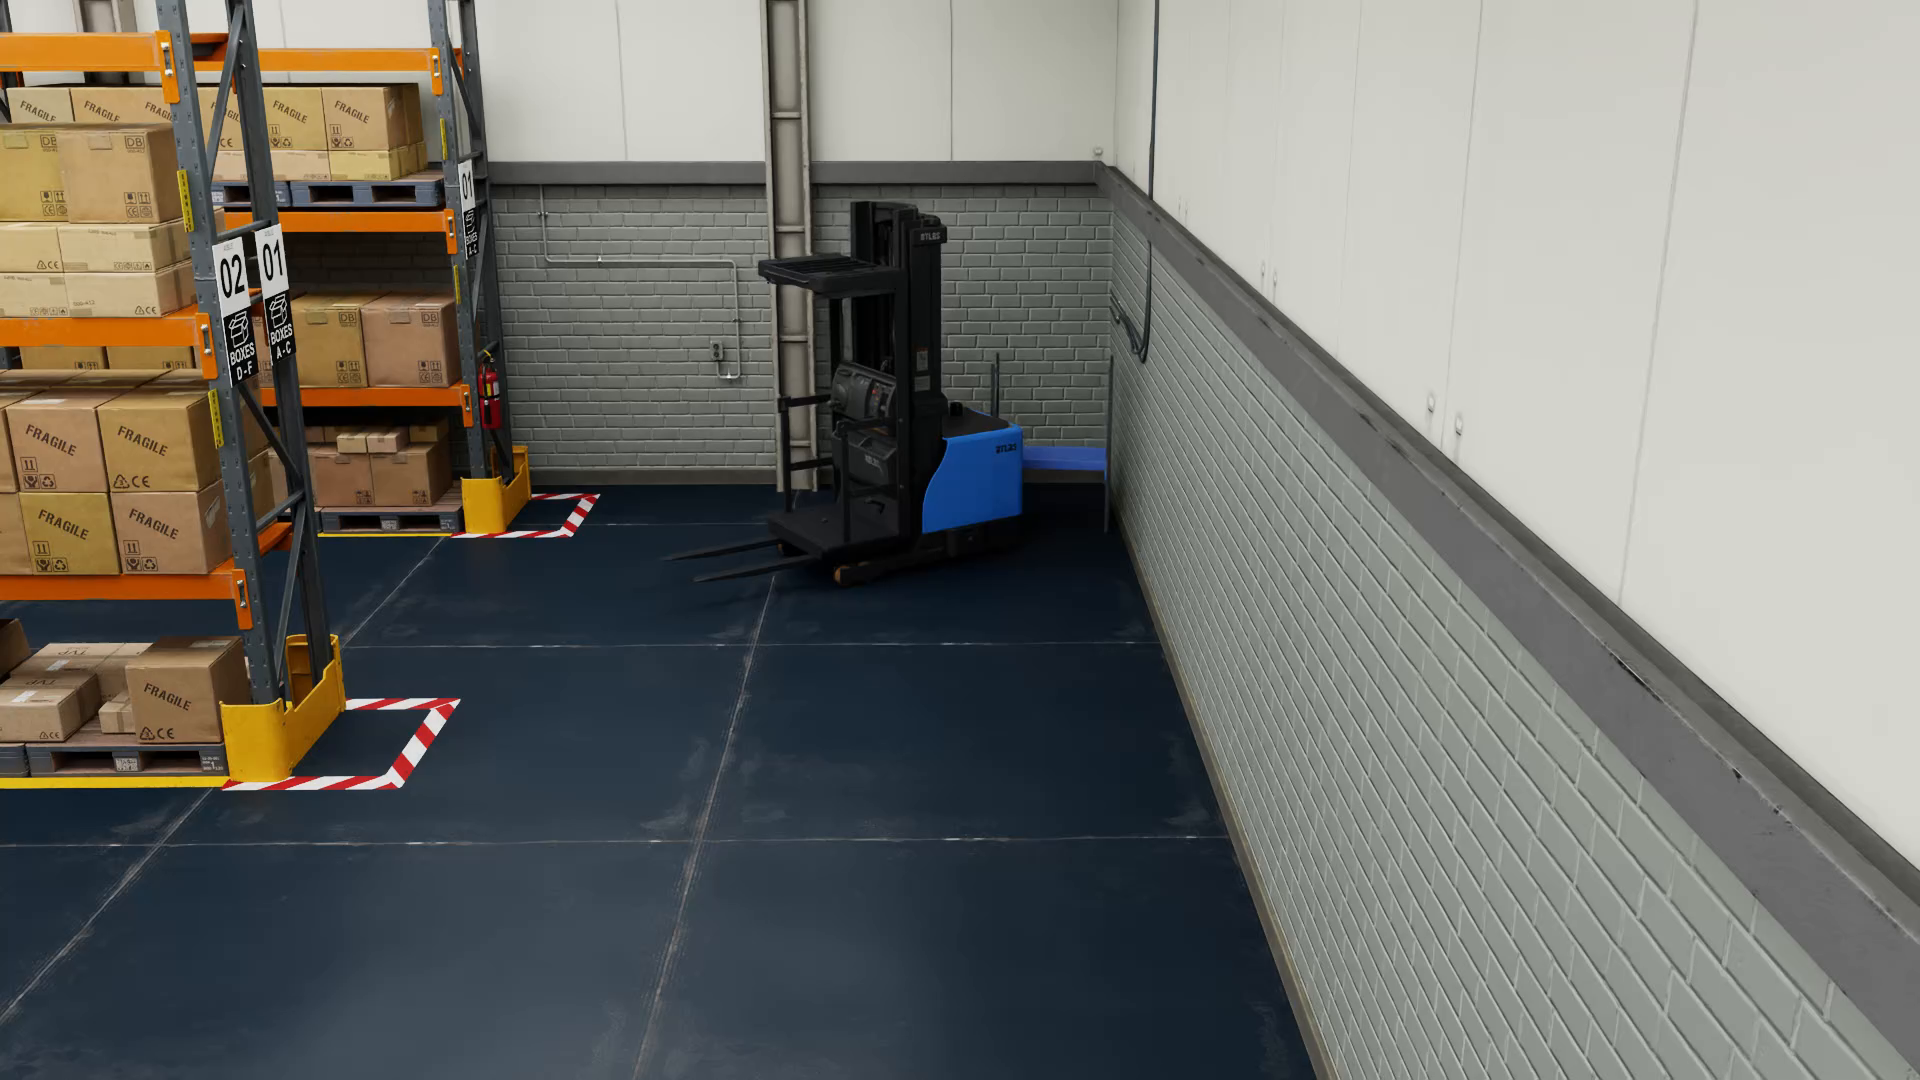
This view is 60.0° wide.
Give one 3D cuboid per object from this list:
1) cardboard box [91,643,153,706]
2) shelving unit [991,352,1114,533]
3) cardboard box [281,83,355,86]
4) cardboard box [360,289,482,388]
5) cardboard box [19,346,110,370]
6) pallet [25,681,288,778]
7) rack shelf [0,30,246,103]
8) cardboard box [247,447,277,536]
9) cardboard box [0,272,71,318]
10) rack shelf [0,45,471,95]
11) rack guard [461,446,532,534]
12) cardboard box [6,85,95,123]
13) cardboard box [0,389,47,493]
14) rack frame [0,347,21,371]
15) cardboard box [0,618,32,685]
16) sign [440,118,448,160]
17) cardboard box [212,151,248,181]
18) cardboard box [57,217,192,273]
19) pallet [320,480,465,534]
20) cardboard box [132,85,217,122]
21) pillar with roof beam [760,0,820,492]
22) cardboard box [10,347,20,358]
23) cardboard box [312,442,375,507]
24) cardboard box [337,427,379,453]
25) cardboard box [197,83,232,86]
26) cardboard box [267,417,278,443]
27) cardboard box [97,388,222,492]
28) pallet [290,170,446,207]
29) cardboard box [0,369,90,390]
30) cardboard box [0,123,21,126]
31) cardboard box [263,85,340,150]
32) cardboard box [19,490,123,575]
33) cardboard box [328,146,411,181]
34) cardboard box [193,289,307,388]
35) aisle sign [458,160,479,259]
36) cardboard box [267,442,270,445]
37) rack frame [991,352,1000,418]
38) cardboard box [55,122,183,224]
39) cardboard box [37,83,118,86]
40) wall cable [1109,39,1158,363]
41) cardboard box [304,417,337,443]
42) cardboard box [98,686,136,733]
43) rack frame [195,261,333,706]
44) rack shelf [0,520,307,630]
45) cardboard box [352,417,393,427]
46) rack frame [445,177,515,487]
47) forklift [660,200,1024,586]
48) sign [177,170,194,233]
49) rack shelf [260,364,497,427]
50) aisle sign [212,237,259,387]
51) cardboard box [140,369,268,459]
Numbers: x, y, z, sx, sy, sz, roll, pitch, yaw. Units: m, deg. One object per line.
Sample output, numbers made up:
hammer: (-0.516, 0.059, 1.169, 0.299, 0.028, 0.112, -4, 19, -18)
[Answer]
cardboard box: (-5.218, 0.869, 10.710, 0.500, 0.250, 0.500, 0, 18, -1)
shelving unit: (0.817, -0.869, 14.800, 1.048, 1.500, 0.538, 2, 18, 6)
cardboard box: (-5.514, -3.694, 14.408, 0.500, 0.500, 0.500, -1, 18, -2)
cardboard box: (-4.761, -1.800, 14.756, 0.700, 0.700, 0.980, 1, 18, 2)
cardboard box: (-7.708, -1.783, 14.705, 0.700, 0.700, 0.980, 0, 18, 0)
pallet: (-5.043, 1.183, 10.514, 1.213, 0.211, 1.003, 0, 18, -1)
rack shelf: (-6.169, -2.652, 9.266, 4.000, 0.370, 1.077, 0, 18, -1)
cardboard box: (-4.617, -0.275, 10.331, 0.500, 0.500, 0.500, 0, 18, 0)
cardboard box: (-5.179, -1.424, 9.411, 0.500, 0.250, 0.500, 0, 18, -1)
rack shelf: (-6.251, -3.976, 14.043, 4.000, 0.370, 1.077, 0, 18, -1)
rack guard: (-4.228, -0.472, 15.201, 0.348, 0.500, 1.175, 0, 18, -1)
cardboard box: (-7.534, -3.522, 13.873, 0.500, 0.500, 0.500, 0, 18, -1)
cardboard box: (-5.634, -0.580, 9.645, 0.500, 0.500, 0.500, 0, 18, 1)
rack frame: (-8.251, -1.643, 14.759, 0.127, 3.000, 1.000, 0, 18, -1)
cardboard box: (-6.291, 0.839, 10.390, 0.637, 0.503, 0.797, 0, 18, -1)
sign: (-4.257, -3.309, 13.720, 0.005, 0.325, 0.100, 0, 18, -1)
cardboard box: (-6.020, -3.175, 14.019, 0.500, 0.250, 0.500, -1, 18, -3)
cardboard box: (-4.679, -1.664, 9.340, 0.500, 0.250, 0.500, 0, 18, -1)
pallet: (-5.050, -0.307, 15.158, 1.213, 0.211, 1.003, 0, 18, -1)
cardboard box: (-6.526, -3.531, 13.899, 0.500, 0.500, 0.500, 0, 18, -1)
pillar with roof beam: (-1.498, -3.481, 10.668, 0.400, 9.000, 9.100, 0, 18, -1)
cardboard box: (-8.715, -1.916, 14.928, 0.500, 0.500, 0.500, -1, 18, -3)
cardboard box: (-5.450, -0.636, 15.023, 0.500, 0.500, 0.700, 0, 18, -1)
cardboard box: (-5.331, -0.889, 14.752, 0.250, 0.149, 0.380, 0, 18, 1)
cardboard box: (-6.517, -3.691, 14.399, 0.500, 0.500, 0.500, -1, 18, -3)
cardboard box: (-6.349, -1.001, 15.100, 0.250, 0.149, 0.380, -1, 18, -2)
cardboard box: (-4.610, -0.587, 9.666, 0.500, 0.500, 0.500, 0, 18, -1)
pallet: (-4.993, -3.042, 14.353, 1.213, 0.211, 1.003, 0, 18, -1)
cardboard box: (-5.640, -0.746, 10.161, 0.500, 0.500, 0.500, 0, 18, 0)
cardboard box: (-5.683, -2.082, 9.417, 0.500, 0.500, 0.700, 0, 18, -1)
cardboard box: (-5.480, -3.538, 13.922, 0.500, 0.500, 0.500, 0, 18, 1)
cardboard box: (-5.132, -0.108, 9.810, 0.500, 0.500, 0.500, 0, 18, 0)
cardboard box: (-4.980, -3.182, 14.040, 0.500, 0.250, 0.500, 0, 18, 1)
cardboard box: (-6.251, -1.792, 14.731, 0.700, 0.700, 0.980, -1, 18, -4)
aisle sign: (-4.175, -2.809, 14.137, 0.004, 0.787, 0.394, 0, 18, -1)
cardboard box: (-6.486, -0.628, 15.000, 0.500, 0.500, 0.700, 0, 18, 0)
rack frame: (0.312, -0.886, 14.854, 0.032, 1.500, 0.500, 2, 18, 6)
cardboard box: (-4.683, -2.094, 9.453, 0.500, 0.500, 0.700, 0, 18, -1)
cardboard box: (-7.556, -3.679, 14.362, 0.500, 0.500, 0.500, 0, 18, -1)
wall cable: (1.409, -2.958, 14.121, 0.112, 2.526, 3.097, 0, 18, -1)
cardboard box: (-5.839, -1.003, 15.108, 0.250, 0.149, 0.380, 0, 18, 0)
cardboard box: (-5.116, 1.043, 10.305, 0.250, 0.166, 0.380, 0, 18, -1)
rack frame: (-4.170, -0.149, 10.102, 0.127, 3.000, 1.000, 0, 18, -1)
rack shelf: (-6.169, 0.203, 10.182, 4.000, 0.370, 1.077, 0, 18, -1)
cardboard box: (-5.335, -1.006, 15.115, 0.250, 0.149, 0.380, 0, 18, -1)
rack frame: (-4.252, -1.662, 14.819, 0.127, 3.000, 1.000, 0, 18, -1)
forklift: (-0.963, -1.205, 13.507, 3.031, 2.935, 1.130, -11, 21, -32)
sign: (-4.181, -1.830, 8.980, 0.005, 0.325, 0.100, 0, 18, -1)
rack shelf: (-6.251, -1.310, 14.898, 4.000, 0.370, 1.077, 0, 18, -1)
aisle sign: (-4.097, -1.294, 9.415, 0.004, 0.787, 0.394, 0, 18, -1)
cardboard box: (-4.617, -0.751, 10.179, 0.500, 0.500, 0.500, 0, 18, 1)
